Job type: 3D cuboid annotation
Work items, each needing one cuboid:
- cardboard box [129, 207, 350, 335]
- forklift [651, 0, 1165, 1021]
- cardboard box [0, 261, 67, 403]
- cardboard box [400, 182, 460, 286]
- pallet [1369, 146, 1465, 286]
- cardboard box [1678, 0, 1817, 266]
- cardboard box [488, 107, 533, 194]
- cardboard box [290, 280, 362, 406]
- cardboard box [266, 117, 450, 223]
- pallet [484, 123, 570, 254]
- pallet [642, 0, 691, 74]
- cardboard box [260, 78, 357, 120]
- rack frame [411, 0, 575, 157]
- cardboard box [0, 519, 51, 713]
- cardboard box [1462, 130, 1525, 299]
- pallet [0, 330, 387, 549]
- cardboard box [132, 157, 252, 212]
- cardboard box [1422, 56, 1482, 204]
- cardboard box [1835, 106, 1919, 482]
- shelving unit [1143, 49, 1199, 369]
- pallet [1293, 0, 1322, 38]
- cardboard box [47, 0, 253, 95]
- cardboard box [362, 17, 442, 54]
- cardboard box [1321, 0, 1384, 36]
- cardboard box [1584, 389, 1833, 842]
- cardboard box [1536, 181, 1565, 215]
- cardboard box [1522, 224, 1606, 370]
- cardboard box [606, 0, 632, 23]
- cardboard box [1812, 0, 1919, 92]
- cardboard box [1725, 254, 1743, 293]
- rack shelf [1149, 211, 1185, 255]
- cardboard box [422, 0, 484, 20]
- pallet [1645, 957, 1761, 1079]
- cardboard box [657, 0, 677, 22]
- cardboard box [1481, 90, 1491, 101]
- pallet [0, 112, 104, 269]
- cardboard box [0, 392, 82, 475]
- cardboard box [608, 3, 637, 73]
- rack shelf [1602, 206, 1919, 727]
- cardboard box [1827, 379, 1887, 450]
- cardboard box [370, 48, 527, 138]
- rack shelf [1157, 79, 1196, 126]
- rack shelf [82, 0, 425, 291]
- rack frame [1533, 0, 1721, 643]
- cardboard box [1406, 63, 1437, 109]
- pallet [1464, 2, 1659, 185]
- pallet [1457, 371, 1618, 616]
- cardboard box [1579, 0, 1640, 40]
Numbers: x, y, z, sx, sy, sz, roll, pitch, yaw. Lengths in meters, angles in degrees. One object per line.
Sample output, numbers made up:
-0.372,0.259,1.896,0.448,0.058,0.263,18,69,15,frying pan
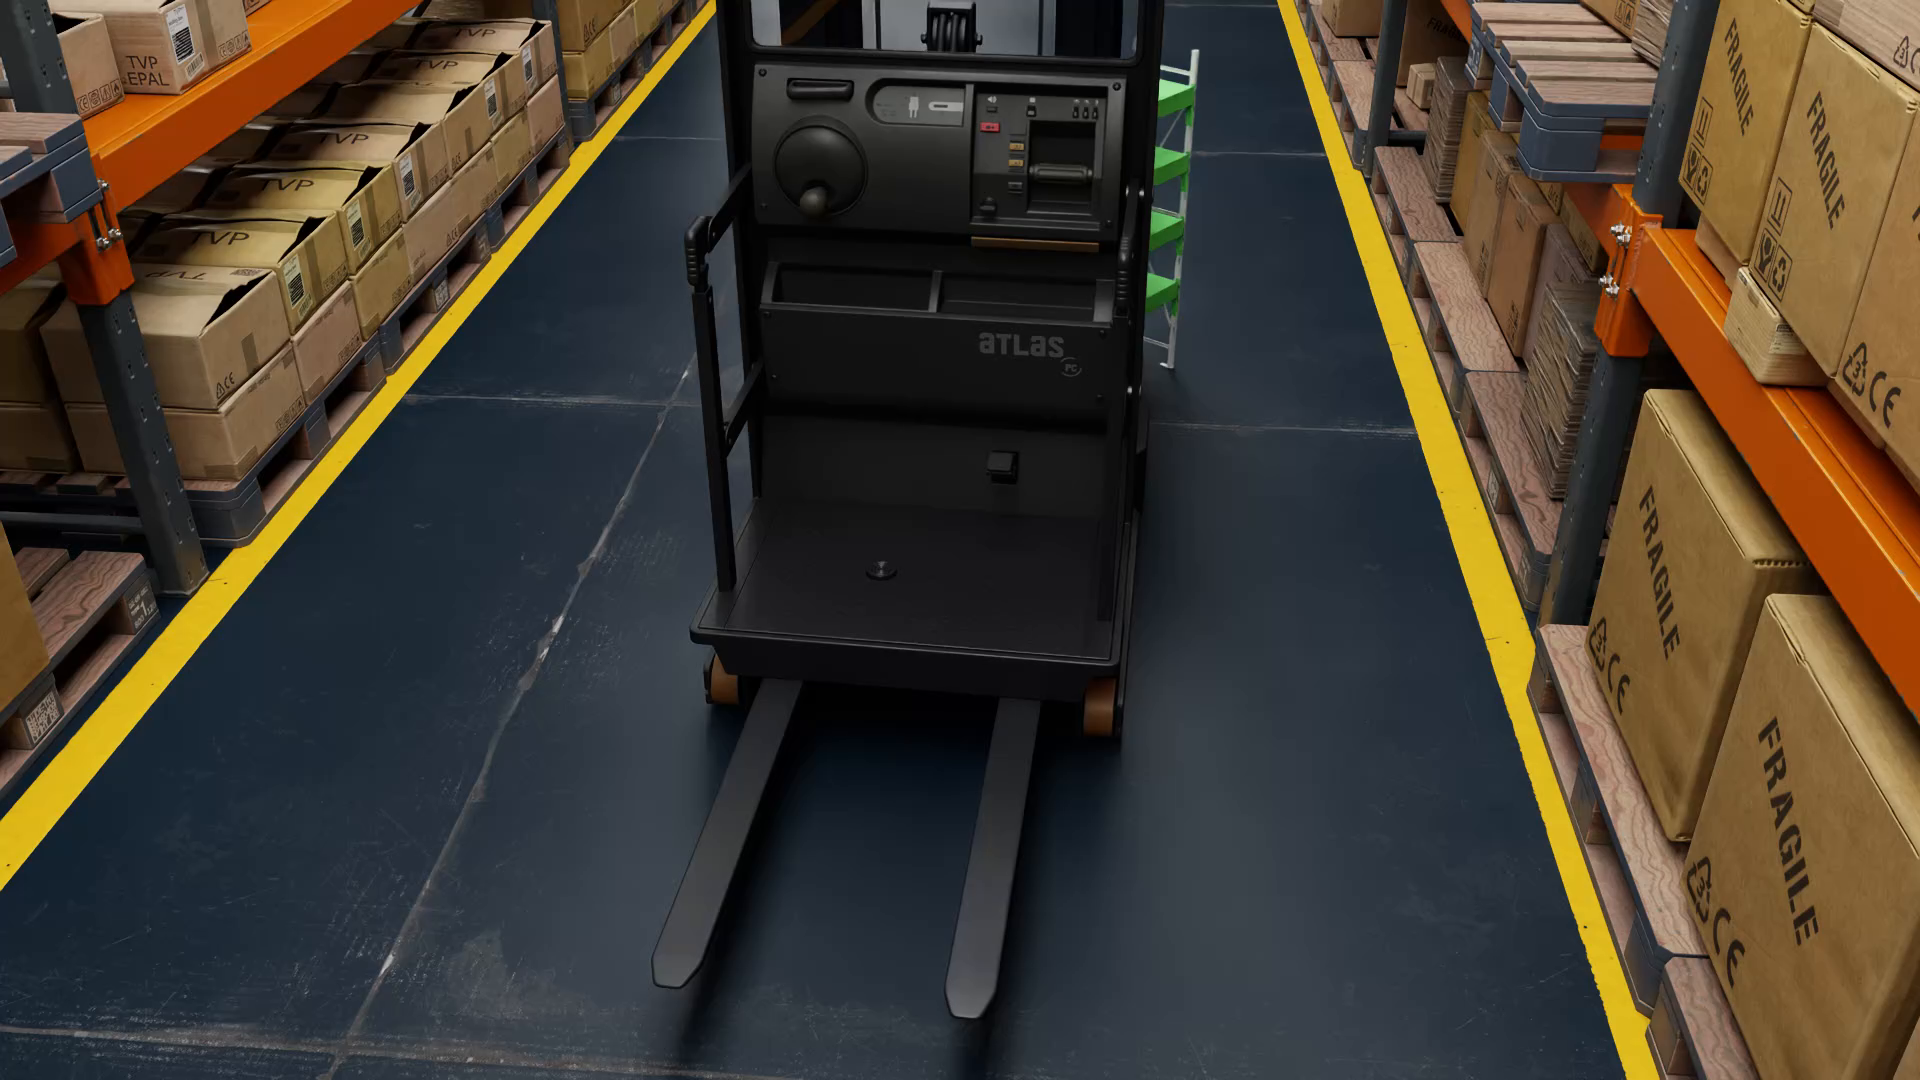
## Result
-2.419,-0.940,5.601,0.500,0.311,0.500,2,32,3,cardboard box
-0.085,-0.921,3.951,1.130,2.935,3.031,4,32,7,forklift
-2.992,-0.688,5.193,0.500,0.311,0.500,3,32,5,cardboard box
-2.335,-1.229,6.605,0.500,0.250,0.500,3,32,5,cardboard box
2.412,-1.444,7.392,1.003,0.211,1.213,2,32,4,pallet
1.854,-0.881,3.423,0.500,0.500,0.500,3,32,5,cardboard box
-2.251,-1.762,7.471,0.500,0.250,0.500,2,32,3,cardboard box
-2.414,-0.689,5.729,0.500,0.250,0.500,2,32,3,cardboard box
-2.334,-1.475,6.470,0.500,0.311,0.500,2,32,3,cardboard box
-2.485,-1.674,7.765,1.003,0.211,1.213,2,32,4,pallet
-2.260,-3.114,10.102,1.003,0.211,1.213,2,32,4,pallet
-2.832,-1.757,6.928,0.500,0.311,0.500,1,32,2,cardboard box
-2.464,-3.248,7.661,1.000,3.000,0.127,2,32,4,rack frame
-2.631,0.220,3.998,0.500,0.500,0.500,4,32,6,cardboard box
2.357,-1.238,6.364,0.700,0.500,0.500,3,32,5,cardboard box
-2.683,-0.398,5.694,1.003,0.211,1.213,2,32,4,pallet
-2.912,-1.223,6.062,0.500,0.311,0.500,2,32,4,cardboard box
2.431,-1.776,7.236,0.700,0.500,0.500,3,32,6,cardboard box
1.760,-0.348,2.558,0.500,0.500,0.500,2,32,4,cardboard box
0.561,-1.101,5.891,0.258,1.200,0.503,24,39,33,shelving unit
2.692,-3.480,10.695,1.003,0.211,1.213,2,32,4,pallet
-2.523,-1.578,5.036,0.500,0.311,0.500,2,32,3,cardboard box
-2.745,-2.289,7.792,0.500,0.311,0.500,3,32,4,cardboard box
2.498,-3.215,9.572,0.700,0.500,0.500,1,32,1,cardboard box
1.958,0.169,3.766,0.750,0.750,0.750,2,32,3,cardboard box
2.301,-1.332,5.801,0.500,0.250,0.500,2,32,4,cardboard box
2.313,-0.713,5.511,0.700,0.500,0.500,2,32,4,cardboard box
-2.081,-3.066,8.872,0.500,0.500,0.500,2,32,4,cardboard box
1.811,-0.936,2.797,0.500,0.250,0.500,2,32,3,cardboard box
1.862,-0.554,3.511,0.380,0.149,0.250,3,32,5,cardboard box
0.561,-1.047,5.925,0.258,0.148,0.480,24,39,33,rack shelf
-2.591,-3.088,8.908,0.500,0.500,0.500,2,32,4,cardboard box
1.907,1.286,2.962,1.003,0.211,1.213,2,32,4,pallet
-1.997,-3.270,9.917,0.500,0.250,0.500,2,32,4,cardboard box
2.398,-1.865,6.665,0.500,0.250,0.500,2,32,3,cardboard box
-2.774,-0.717,3.737,1.213,0.211,1.003,2,32,4,pallet
-2.989,-0.450,5.342,0.500,0.250,0.500,3,32,5,cardboard box
-2.078,-2.747,9.069,0.500,0.250,0.500,2,32,4,cardboard box
1.986,0.405,2.419,1.077,0.370,4.000,2,32,4,rack shelf
1.858,-0.282,3.070,0.380,0.149,0.250,2,32,3,cardboard box
-2.247,-1.998,7.320,0.500,0.311,0.500,3,32,5,cardboard box
0.563,-1.454,5.671,0.258,0.148,0.480,24,39,33,rack shelf
-2.626,-1.896,6.153,1.077,0.370,4.000,2,32,4,rack shelf
2.148,-0.947,3.927,1.000,3.000,0.127,2,32,4,rack frame
2.488,-2.300,8.405,0.380,0.166,0.250,-2,32,-2,cardboard box
2.100,-1.242,4.589,1.213,0.211,1.003,2,32,4,pallet
2.213,-0.168,5.321,1.003,0.211,1.213,2,32,4,pallet
2.195,-1.716,4.661,0.700,0.500,0.500,0,32,-1,cardboard box
